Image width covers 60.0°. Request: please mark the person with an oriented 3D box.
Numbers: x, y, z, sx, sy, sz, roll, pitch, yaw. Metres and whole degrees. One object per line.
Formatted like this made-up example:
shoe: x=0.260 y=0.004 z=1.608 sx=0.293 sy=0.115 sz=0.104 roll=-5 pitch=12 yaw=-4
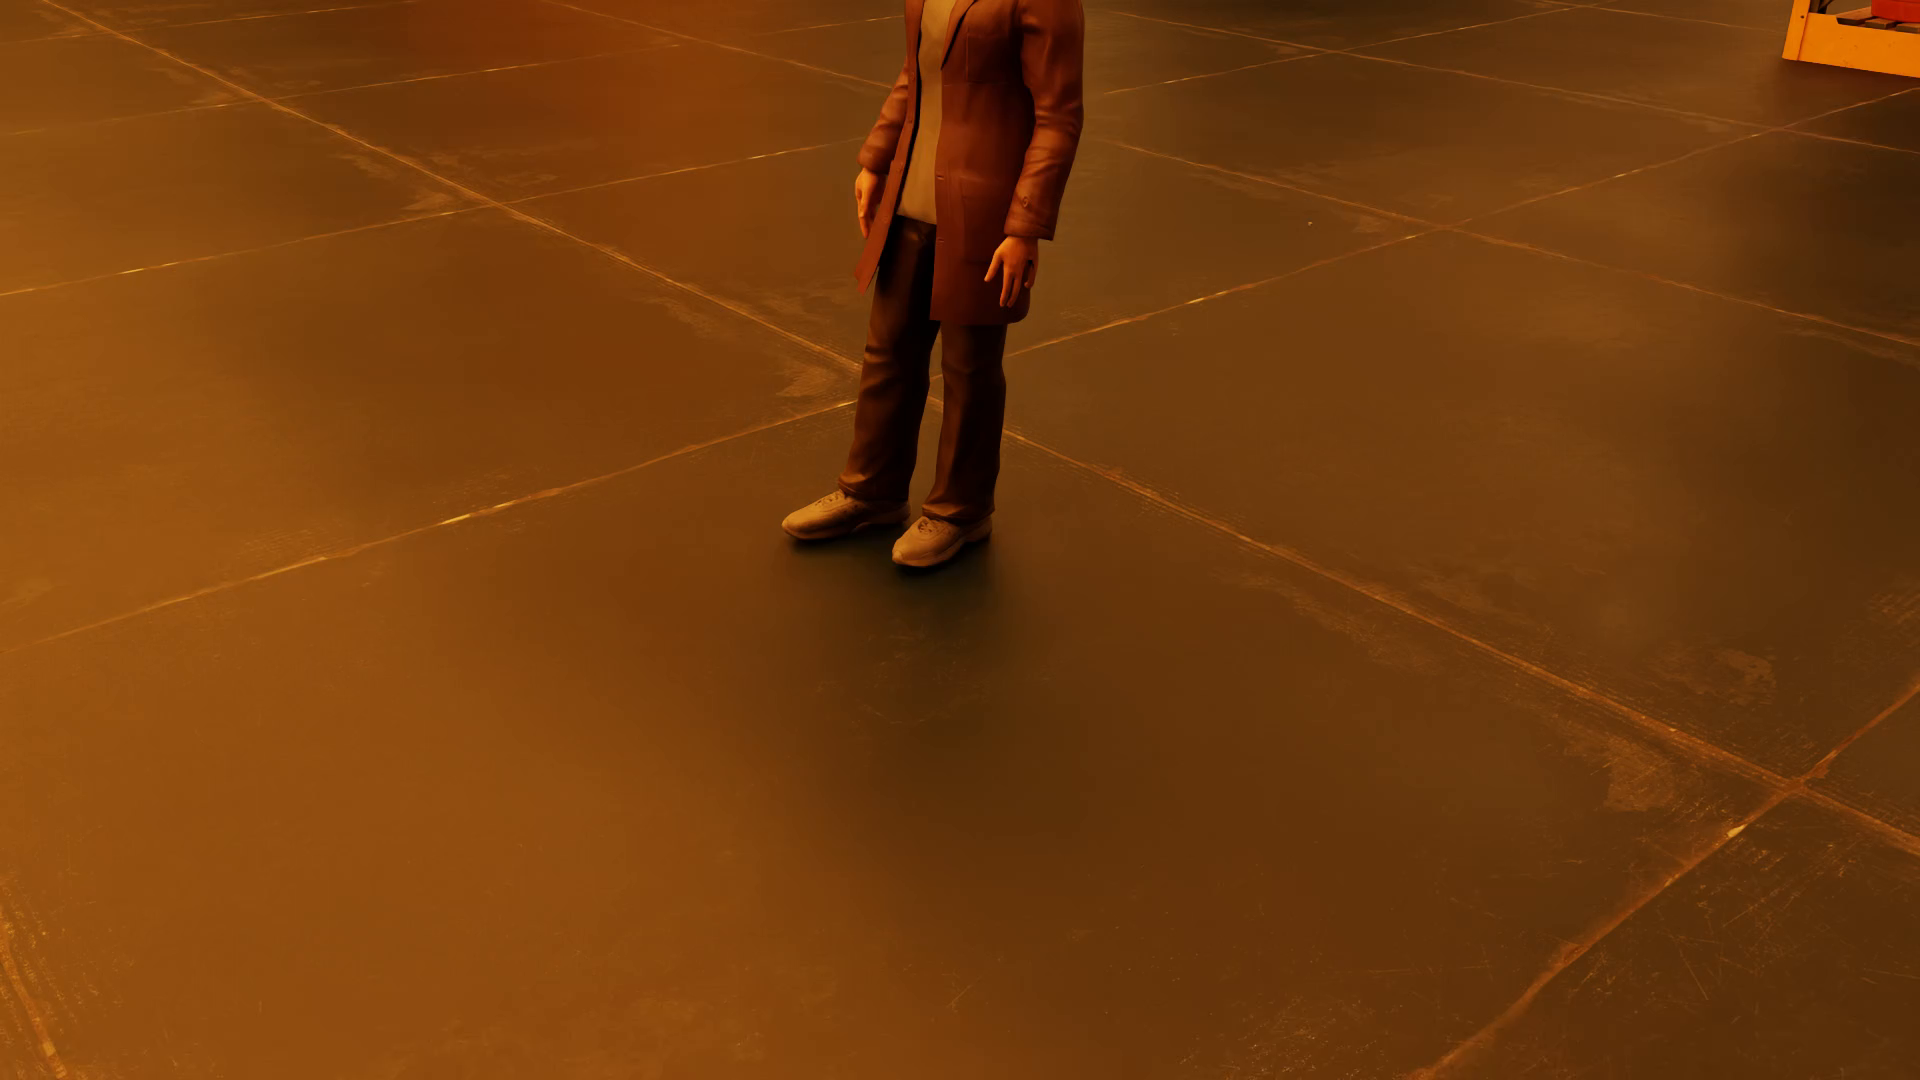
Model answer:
person: x=-0.078 y=-0.780 z=4.056 sx=0.576 sy=1.776 sz=0.684 roll=-20 pitch=33 yaw=-35
